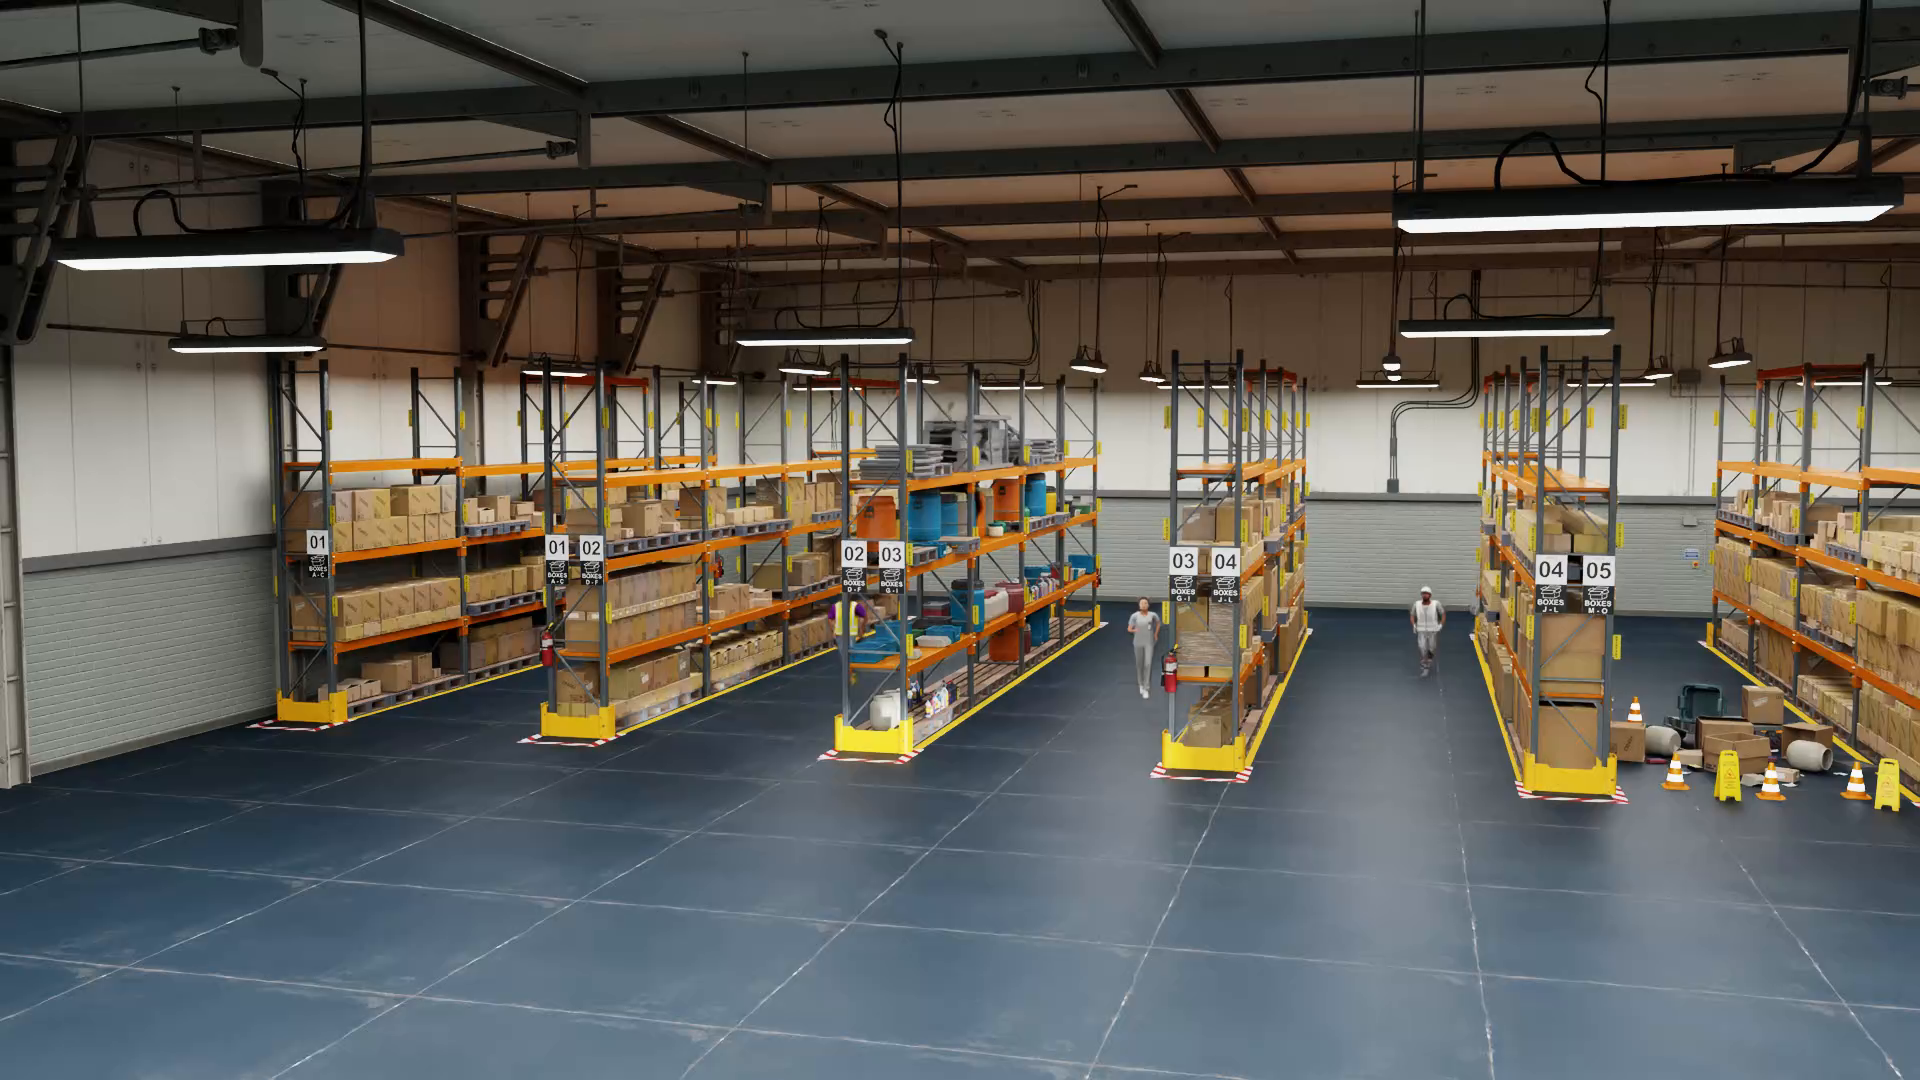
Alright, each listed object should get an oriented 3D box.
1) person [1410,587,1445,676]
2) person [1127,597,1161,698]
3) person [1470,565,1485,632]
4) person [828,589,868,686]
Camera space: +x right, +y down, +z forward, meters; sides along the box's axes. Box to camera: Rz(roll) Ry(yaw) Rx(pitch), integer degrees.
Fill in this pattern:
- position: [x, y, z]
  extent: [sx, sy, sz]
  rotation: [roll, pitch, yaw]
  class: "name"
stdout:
- position: [9.176, 1.790, 32.668]
  extent: [0.676, 1.746, 0.562]
  rotation: [2, 4, 21]
  class: "person"
- position: [3.134, 1.819, 28.371]
  extent: [0.565, 1.707, 0.884]
  rotation: [1, 4, 8]
  class: "person"
- position: [12.305, 1.355, 39.104]
  extent: [0.537, 1.700, 0.716]
  rotation: [0, 4, 6]
  class: "person"
- position: [-2.047, 1.723, 29.627]
  extent: [0.698, 1.772, 0.579]
  rotation: [1, 4, 14]
  class: "person"
